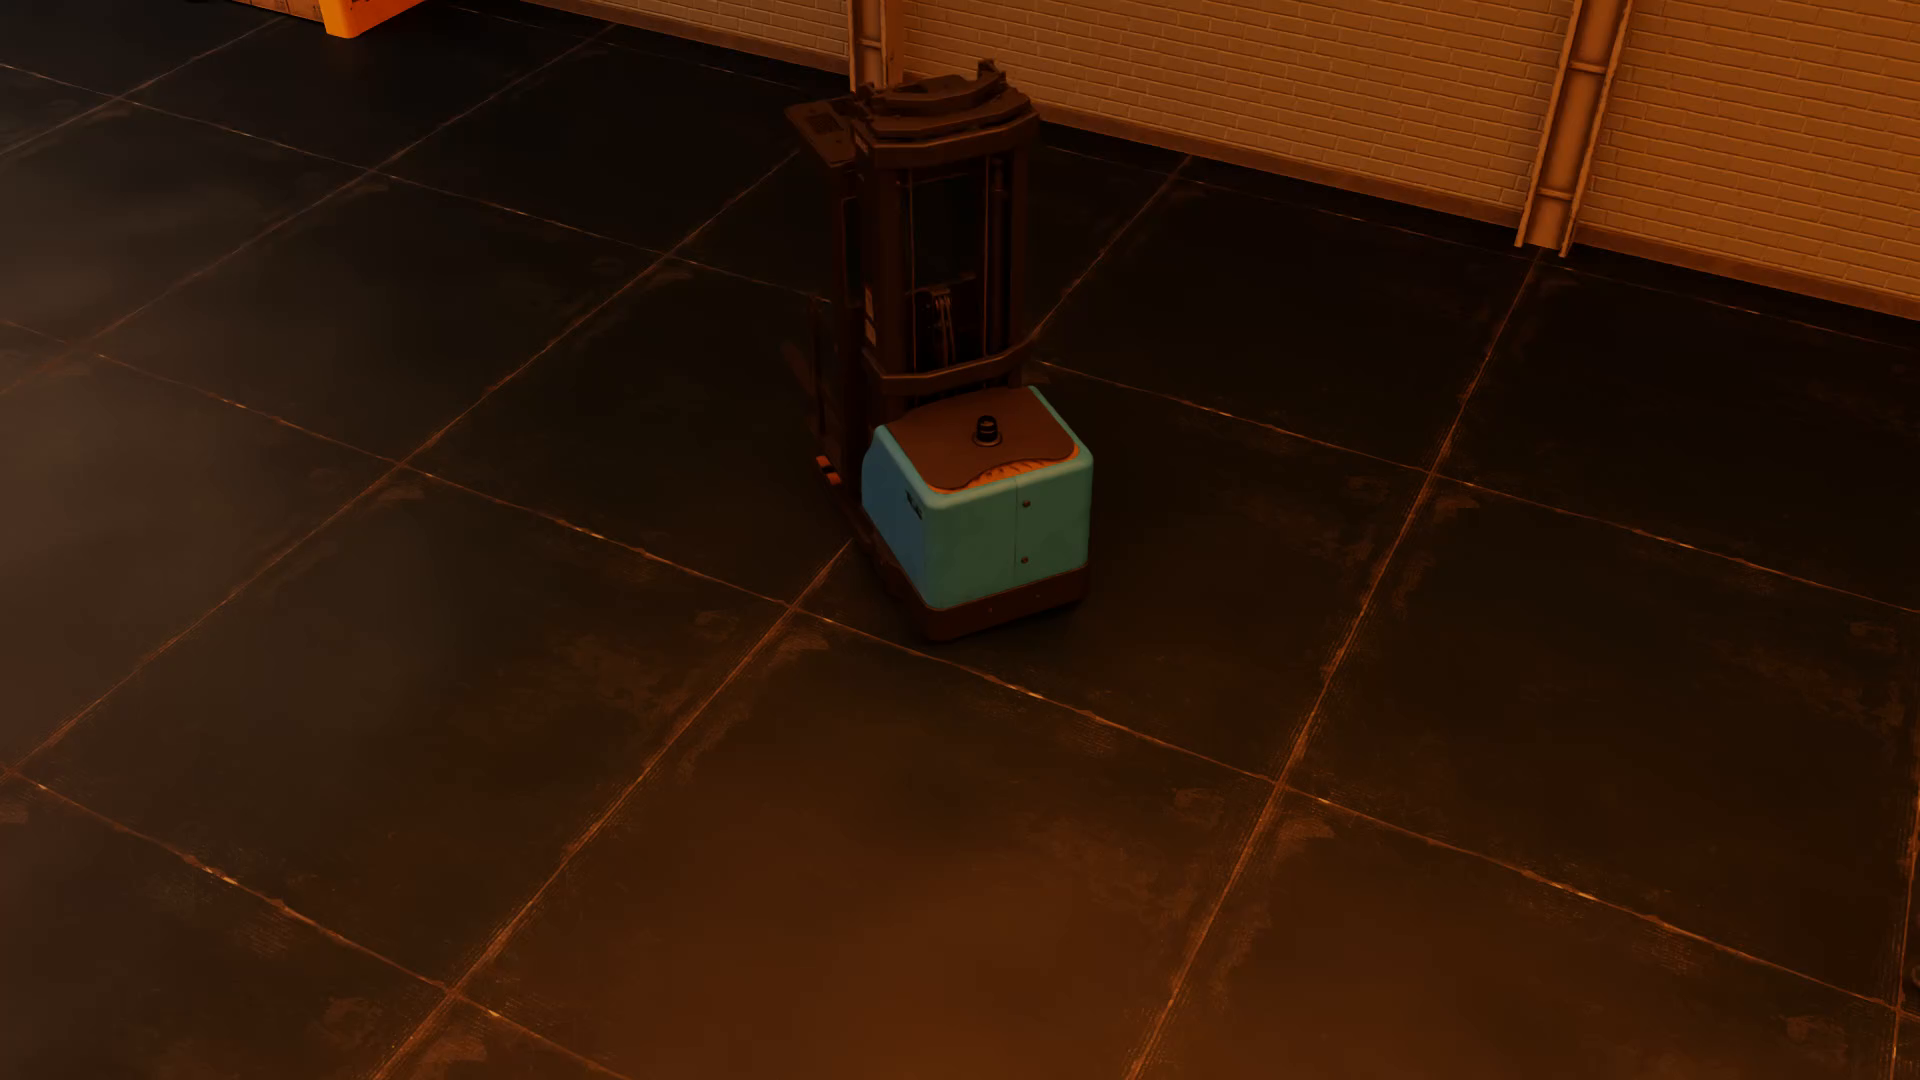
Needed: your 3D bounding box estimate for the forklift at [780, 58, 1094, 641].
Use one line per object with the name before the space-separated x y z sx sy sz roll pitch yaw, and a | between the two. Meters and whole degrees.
forklift | -0.314 -1.494 9.760 1.130 2.935 3.031 -16 43 -18
